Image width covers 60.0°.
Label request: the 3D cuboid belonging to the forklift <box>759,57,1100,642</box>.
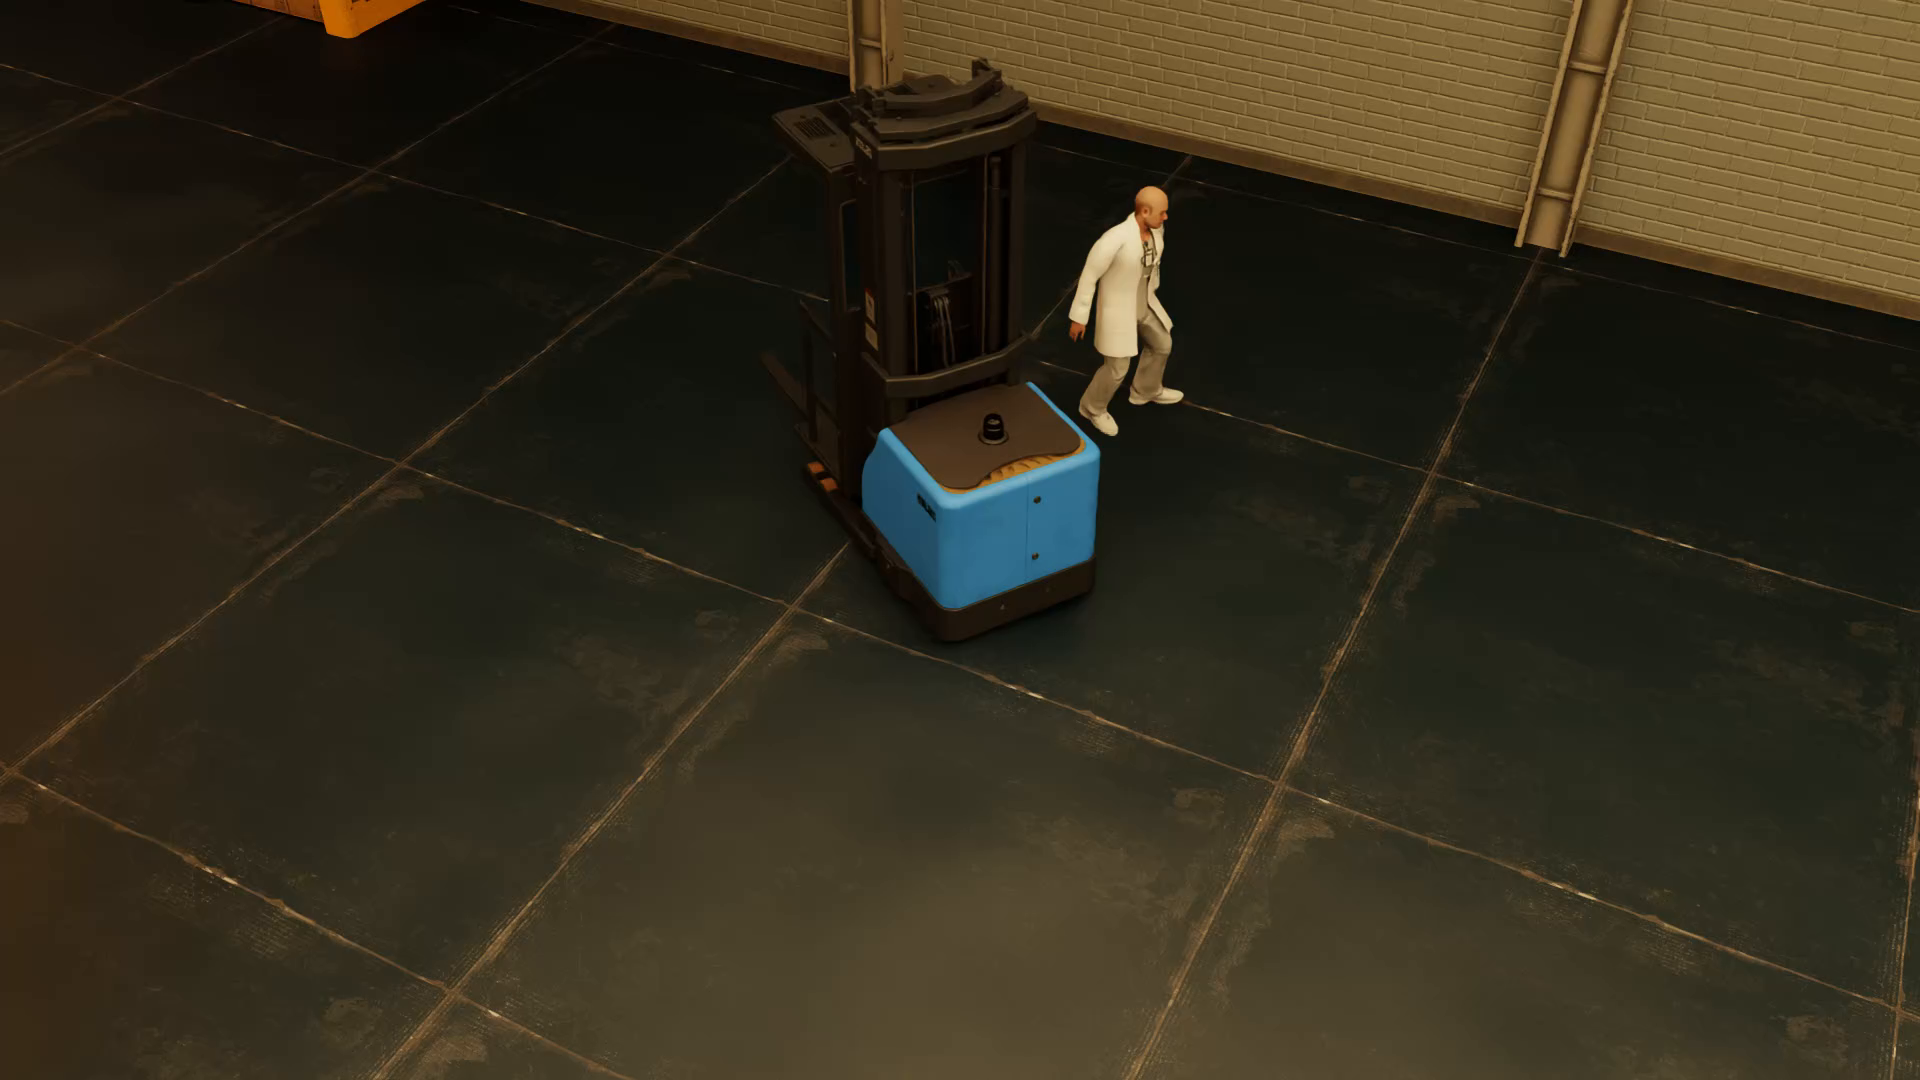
[{"bbox_3d":[-0.359,-1.479,9.743,1.130,2.935,3.031,-20,44,-22],"label":"forklift"}]

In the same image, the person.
[{"bbox_3d":[1.078,-1.497,10.708,0.911,1.748,0.473,-31,49,-32],"label":"person"}]
